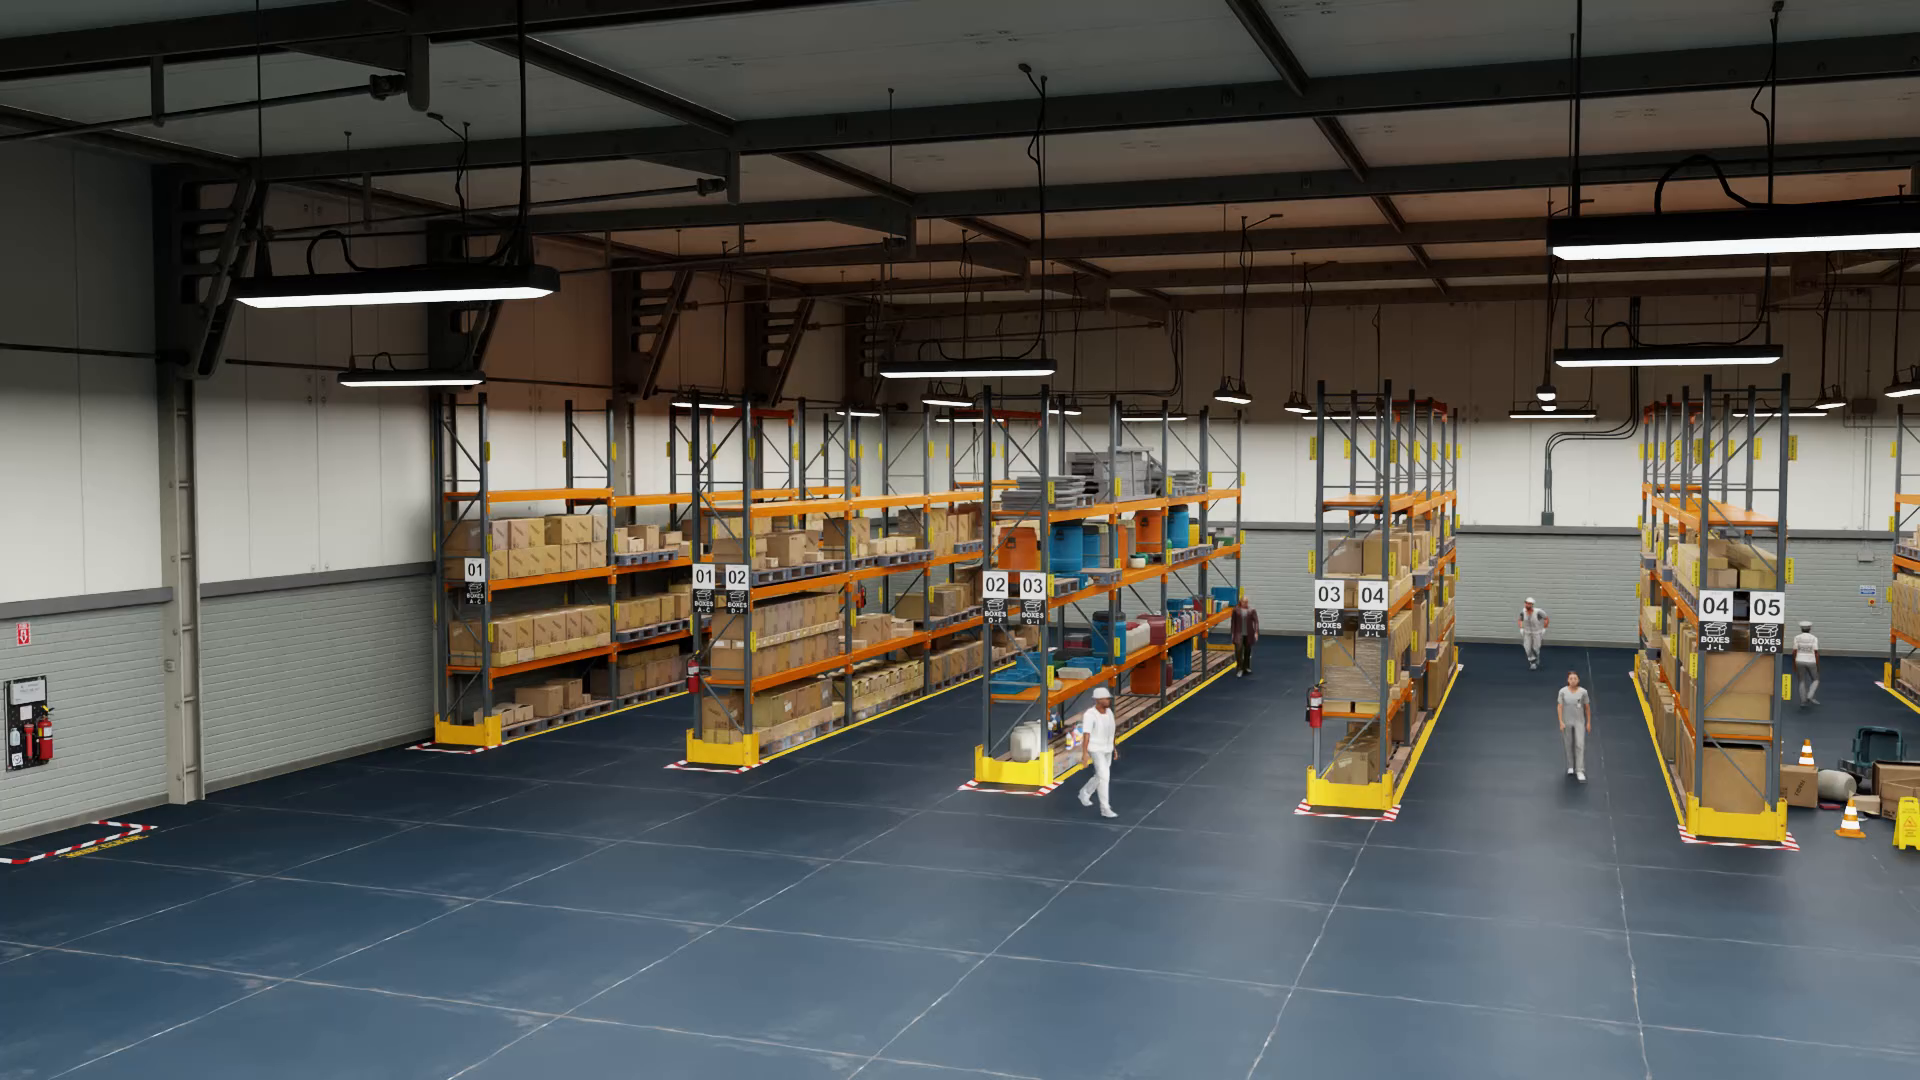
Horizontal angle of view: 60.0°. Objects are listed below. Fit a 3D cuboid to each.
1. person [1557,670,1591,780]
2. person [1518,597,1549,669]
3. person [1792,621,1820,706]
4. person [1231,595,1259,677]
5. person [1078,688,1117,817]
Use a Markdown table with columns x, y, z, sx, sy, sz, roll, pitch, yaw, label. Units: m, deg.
| x | y | z | sx | sy | sz | roll | pitch | yaw | label |
| --- | --- | --- | --- | --- | --- | --- | --- | --- | --- |
| 9.367 | 2.808 | 25.401 | 0.481 | 1.626 | 0.948 | 1 | 3 | 26 | person |
| 13.129 | 2.139 | 38.076 | 0.695 | 1.685 | 0.634 | 2 | 3 | 28 | person |
| 16.587 | 2.436 | 32.576 | 0.513 | 1.673 | 0.495 | 2 | 4 | 32 | person |
| 6.382 | 2.147 | 37.245 | 0.636 | 1.820 | 0.679 | 0 | 3 | 9 | person |
| 1.931 | 2.909 | 23.025 | 0.883 | 1.739 | 0.621 | 3 | 4 | 44 | person |
